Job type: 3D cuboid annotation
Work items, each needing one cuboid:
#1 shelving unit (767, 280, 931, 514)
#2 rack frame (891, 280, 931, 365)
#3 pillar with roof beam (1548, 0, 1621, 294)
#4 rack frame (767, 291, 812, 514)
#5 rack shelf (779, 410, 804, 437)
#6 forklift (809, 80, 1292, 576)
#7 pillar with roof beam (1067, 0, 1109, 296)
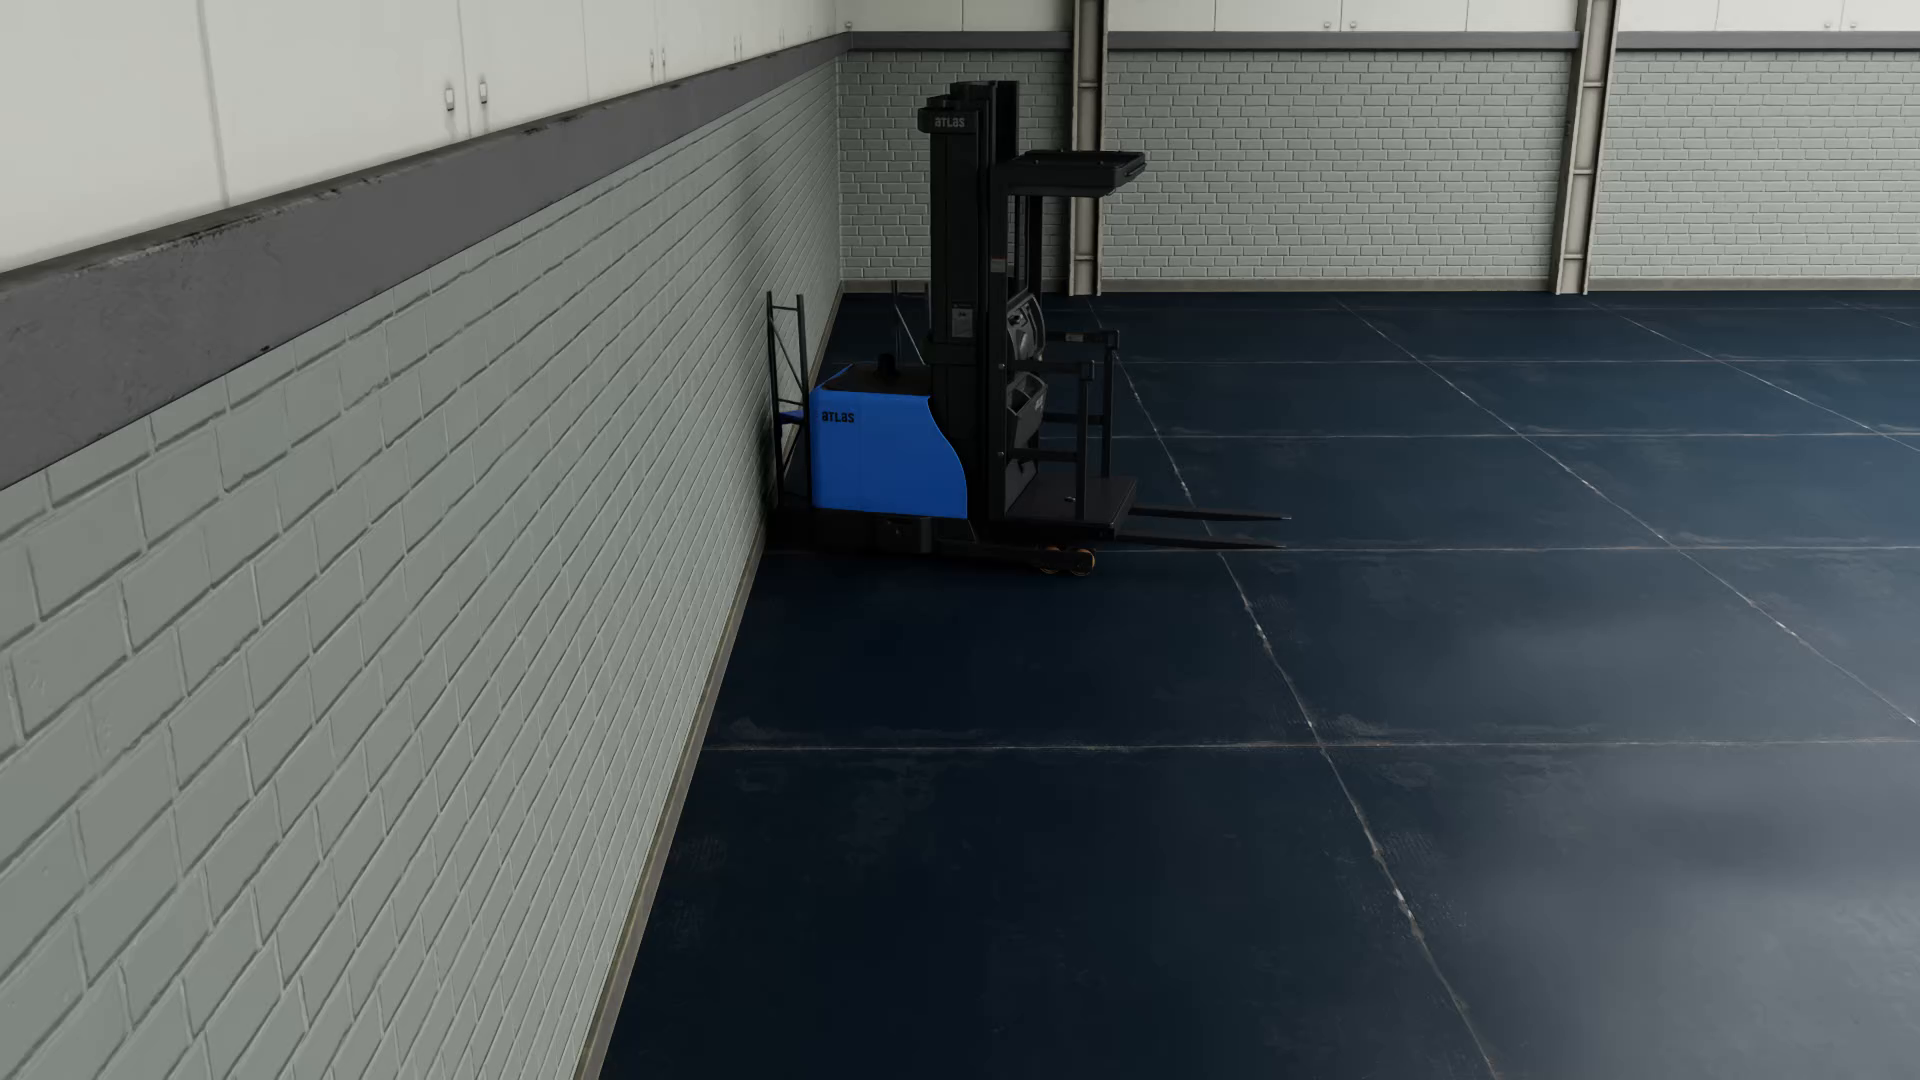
[{"bbox_3d":[-0.743,-1.025,11.709,1.048,1.500,0.538,-11,16,-32],"label":"shelving unit"},{"bbox_3d":[-0.321,-1.105,11.980,0.032,1.500,0.500,-11,16,-32],"label":"rack frame"},{"bbox_3d":[7.594,-6.040,15.146,0.400,9.000,9.100,0,18,-1],"label":"pillar with roof beam"},{"bbox_3d":[-1.165,-0.945,11.437,0.032,1.500,0.500,-11,16,-32],"label":"rack frame"},{"bbox_3d":[-0.736,-0.850,11.749,1.000,0.185,0.538,-11,16,-32],"label":"rack shelf"},{"bbox_3d":[0.604,-1.350,10.458,3.031,2.935,1.130,4,18,13],"label":"forklift"},{"bbox_3d":[1.595,-6.012,15.055,0.400,9.000,9.100,0,18,-1],"label":"pillar with roof beam"}]
